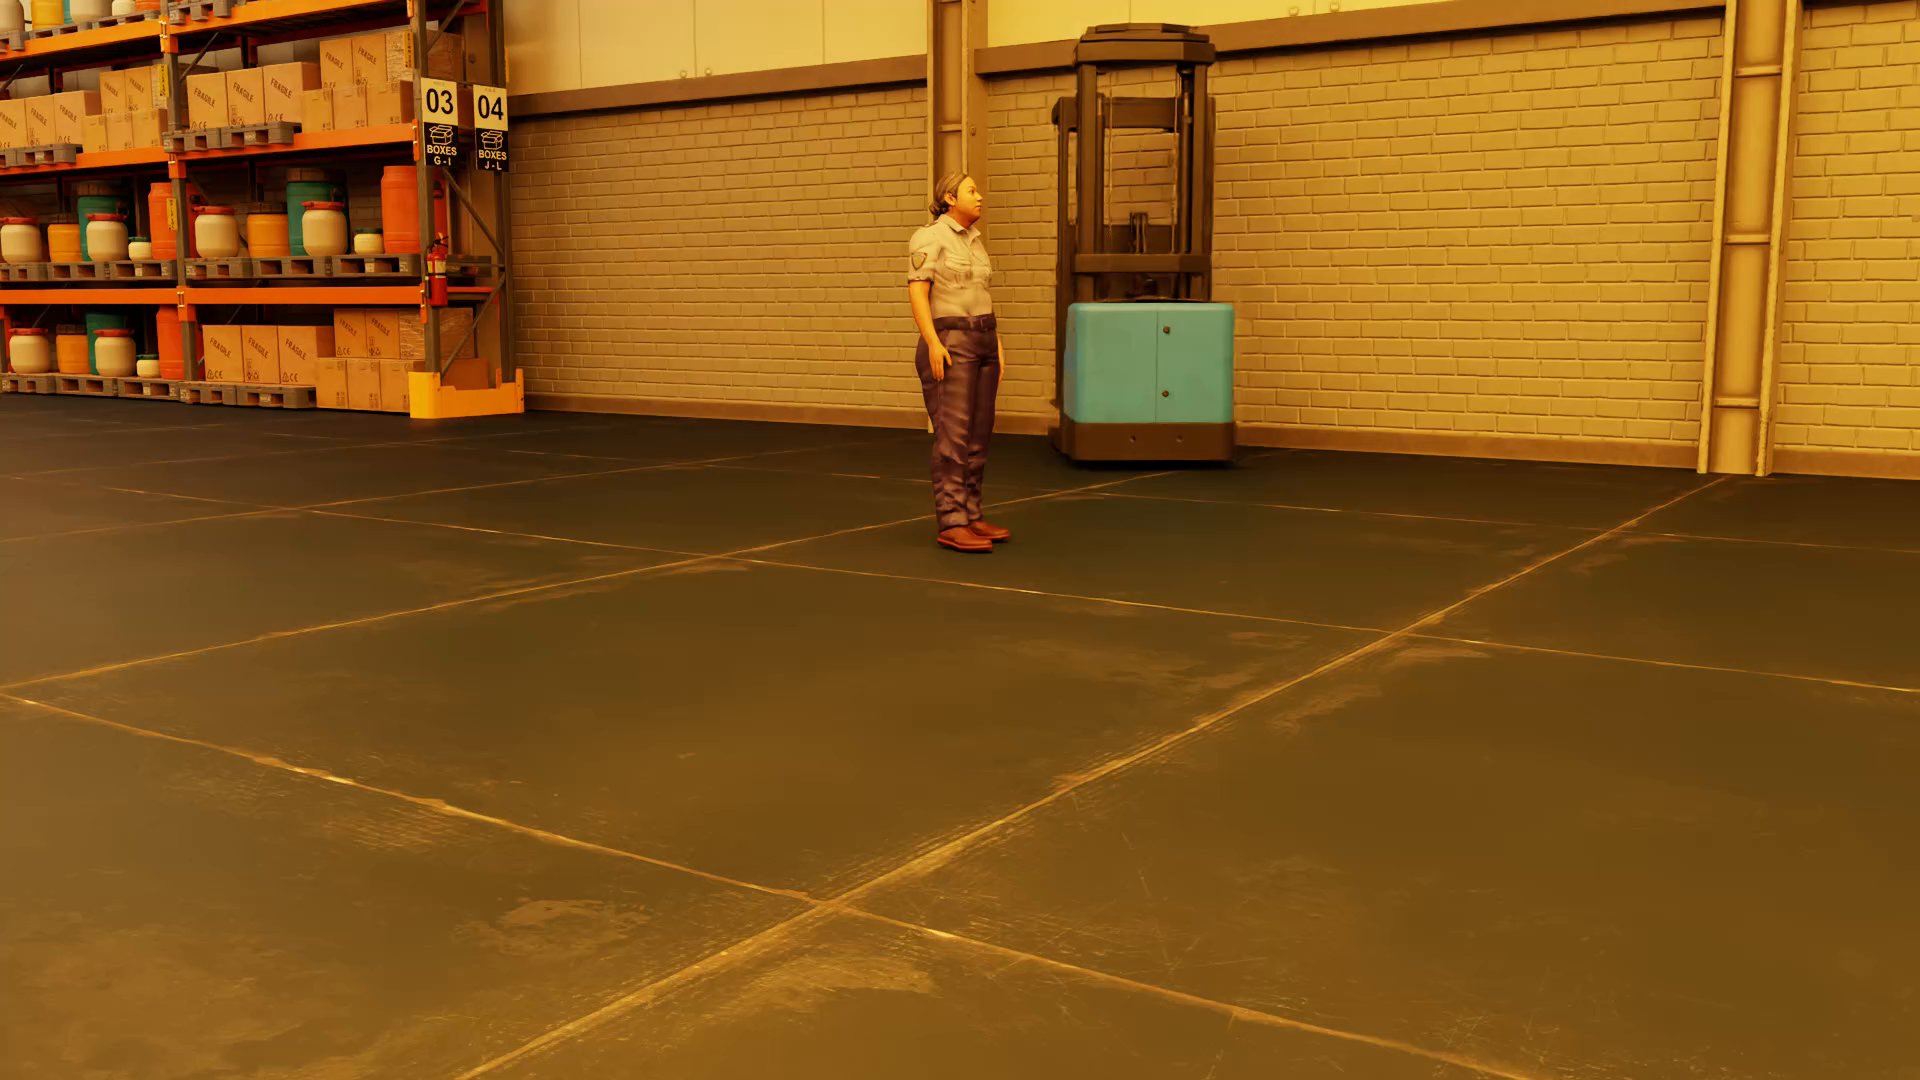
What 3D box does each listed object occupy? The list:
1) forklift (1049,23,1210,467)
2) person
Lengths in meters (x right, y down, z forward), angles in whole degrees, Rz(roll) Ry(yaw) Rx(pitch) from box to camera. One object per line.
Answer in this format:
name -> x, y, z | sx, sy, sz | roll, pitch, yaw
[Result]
forklift -> 1.234, -2.105, 11.996 | 1.121, 2.935, 3.031 | 0, 8, -1
person -> 0.062, -0.813, 7.418 | 0.502, 1.651, 0.598 | 5, 10, 34
